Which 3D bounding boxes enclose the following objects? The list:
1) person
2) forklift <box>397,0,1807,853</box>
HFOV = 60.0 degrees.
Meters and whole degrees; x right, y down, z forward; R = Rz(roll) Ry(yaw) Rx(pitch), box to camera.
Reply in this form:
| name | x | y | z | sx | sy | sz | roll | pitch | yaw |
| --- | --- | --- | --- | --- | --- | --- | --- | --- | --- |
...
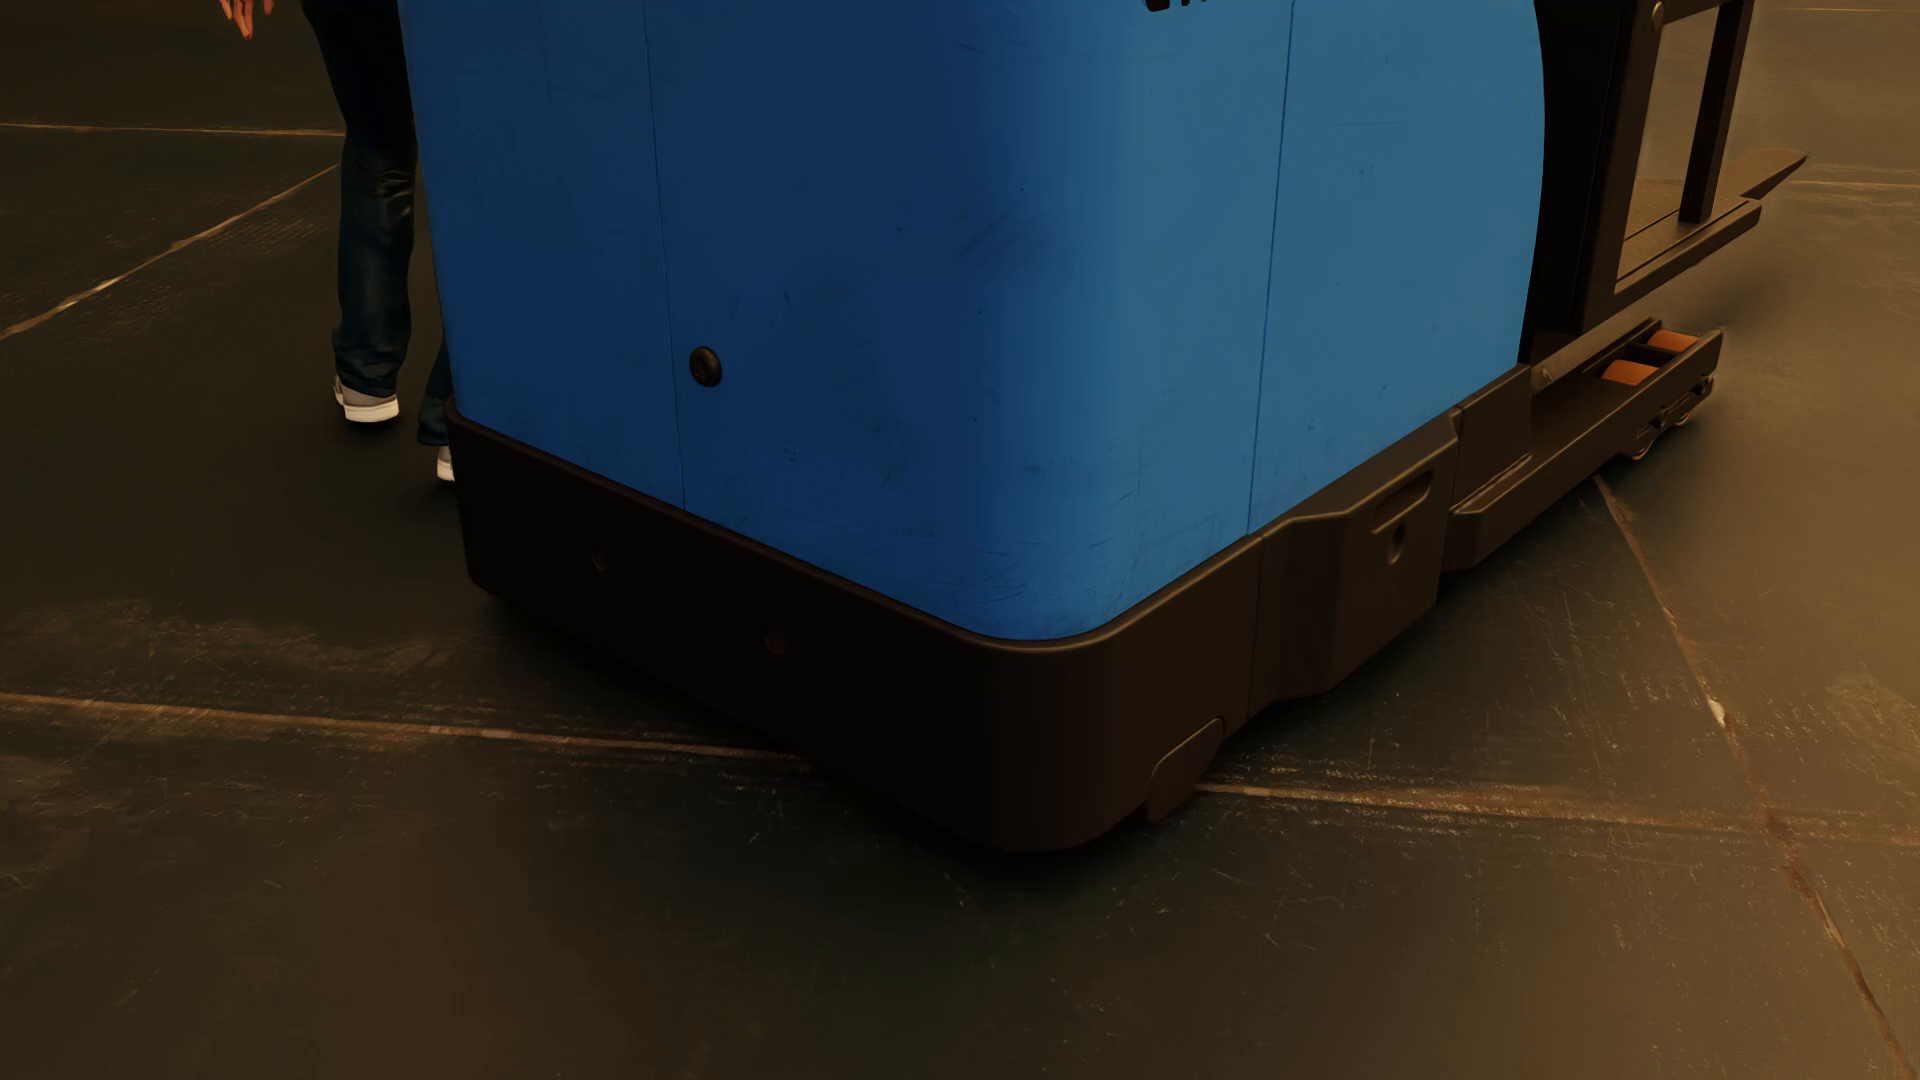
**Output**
| name | x | y | z | sx | sy | sz | roll | pitch | yaw |
| --- | --- | --- | --- | --- | --- | --- | --- | --- | --- |
| person | -0.845 | -0.861 | 2.497 | 0.713 | 1.562 | 0.389 | 12 | 29 | 22 |
| forklift | 0.670 | -1.573 | 2.370 | 1.130 | 2.935 | 3.031 | 21 | 33 | 36 |
